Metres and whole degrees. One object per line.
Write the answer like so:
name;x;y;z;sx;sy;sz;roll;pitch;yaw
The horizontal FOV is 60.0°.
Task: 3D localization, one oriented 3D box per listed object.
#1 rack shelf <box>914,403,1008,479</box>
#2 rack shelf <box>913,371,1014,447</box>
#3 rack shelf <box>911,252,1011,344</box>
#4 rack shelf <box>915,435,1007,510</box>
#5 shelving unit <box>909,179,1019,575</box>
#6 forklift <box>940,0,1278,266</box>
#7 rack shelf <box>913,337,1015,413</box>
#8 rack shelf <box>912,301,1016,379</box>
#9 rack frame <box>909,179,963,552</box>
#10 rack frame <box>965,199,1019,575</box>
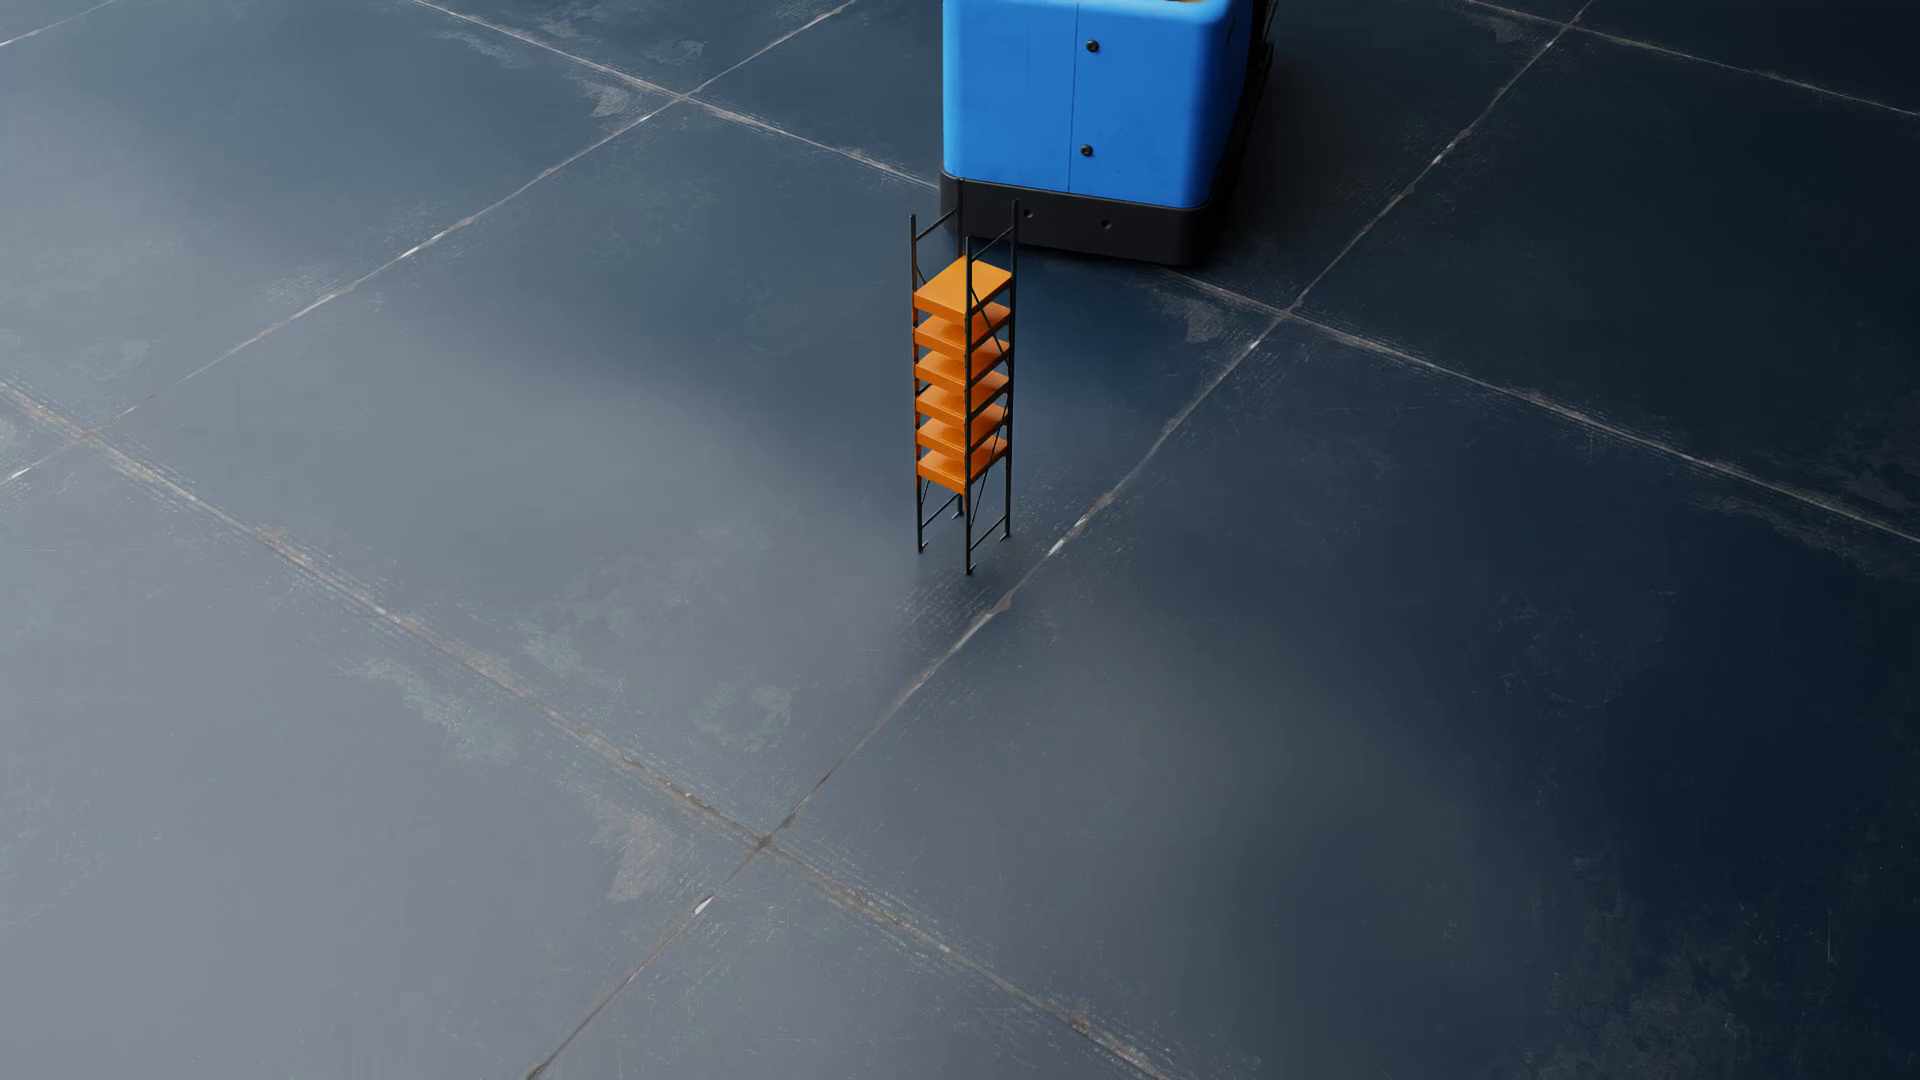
rack shelf;0.012;-0.319;4.953;0.180;0.103;0.258;25;48;25
rack shelf;0.012;-0.408;4.873;0.180;0.103;0.258;25;48;25
rack shelf;0.012;-0.677;4.633;0.180;0.103;0.258;25;48;25
rack shelf;0.012;-0.230;5.033;0.180;0.103;0.258;25;48;25
shelving unit;0.012;-0.442;4.844;0.189;1.200;0.258;25;48;25
forklift;0.805;-3.127;6.546;1.130;2.935;3.031;10;43;11
rack shelf;0.012;-0.498;4.793;0.180;0.103;0.258;25;48;25
rack shelf;0.012;-0.587;4.713;0.180;0.103;0.258;25;48;25
rack frame;-0.063;-0.477;4.883;0.006;1.200;0.240;25;48;25
rack frame;0.087;-0.407;4.805;0.006;1.200;0.240;25;48;25
